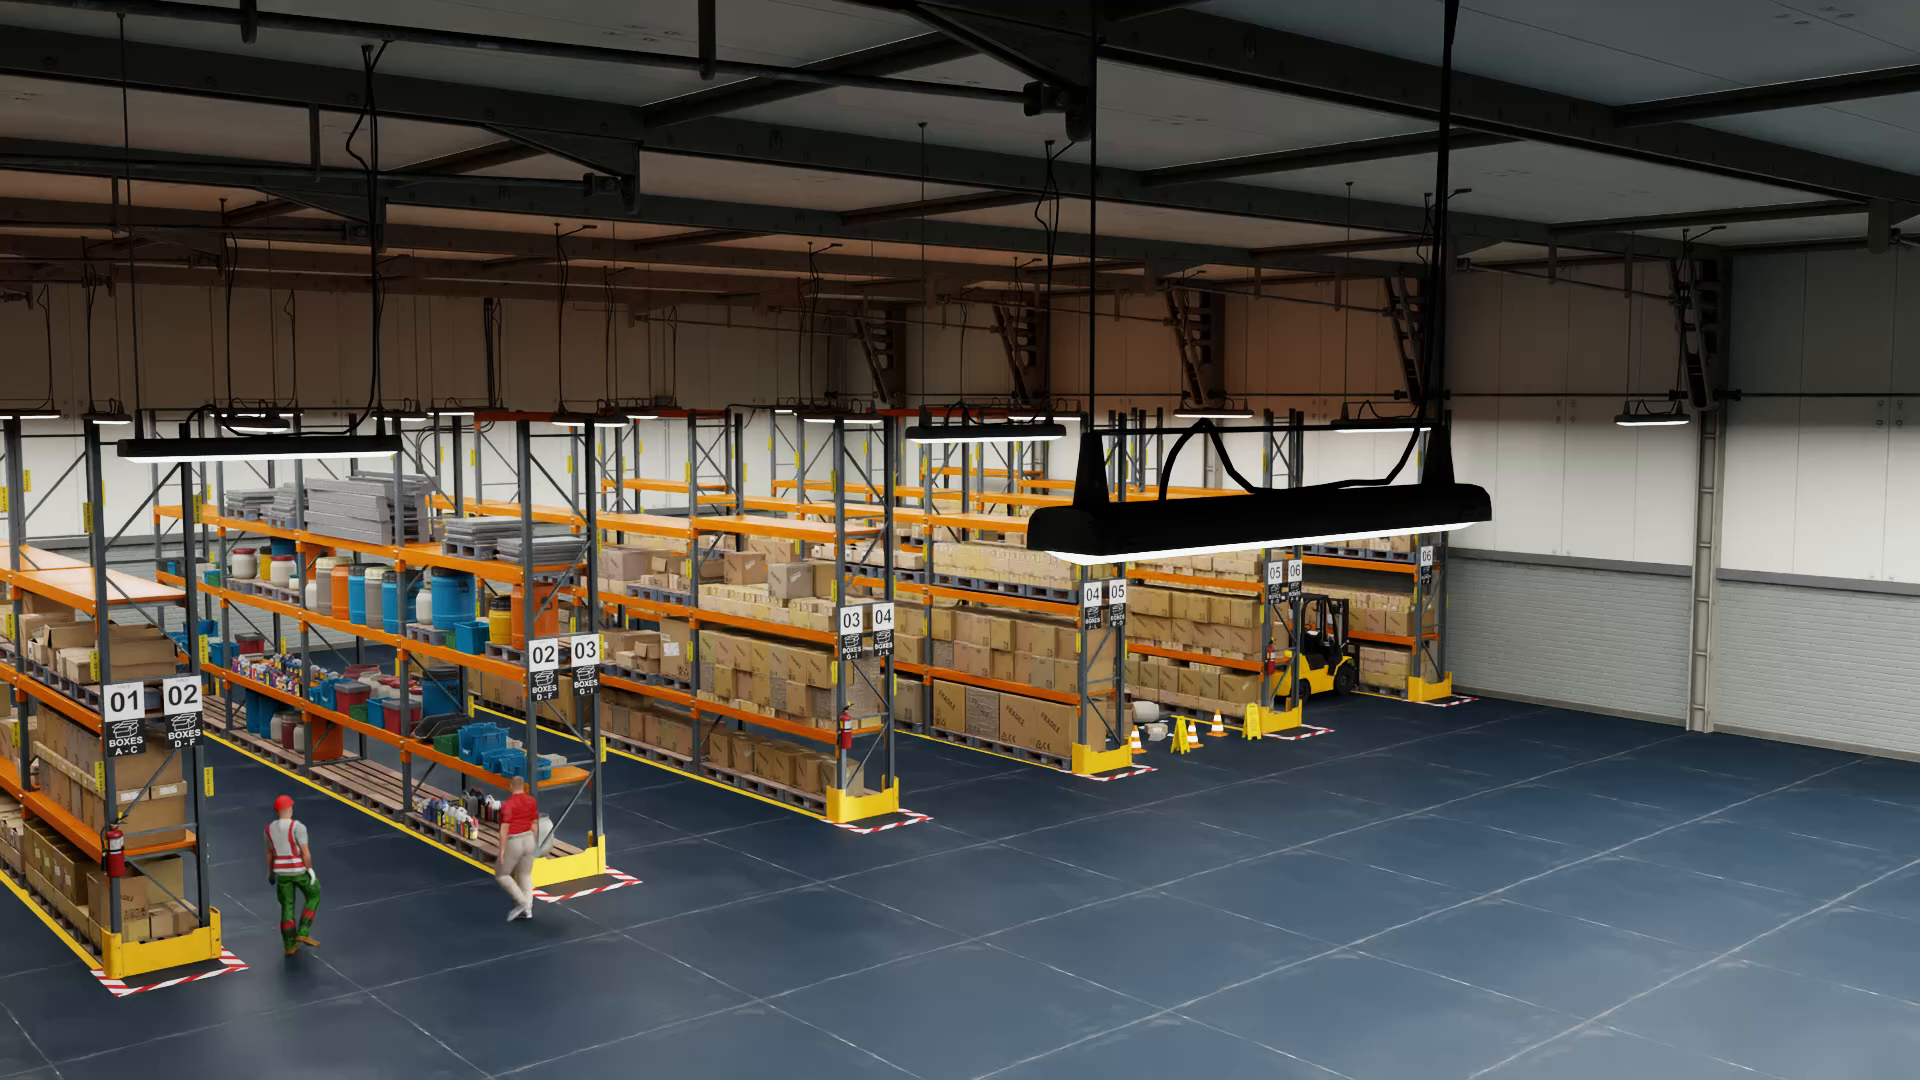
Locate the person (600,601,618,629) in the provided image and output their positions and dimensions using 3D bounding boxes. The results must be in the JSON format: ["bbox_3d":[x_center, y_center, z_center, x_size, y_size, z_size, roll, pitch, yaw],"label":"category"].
[{"bbox_3d":[-8.717,1.902,41.023,0.509,1.641,0.822,4,7,42],"label":"person"}]

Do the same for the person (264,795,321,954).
[{"bbox_3d":[-7.589,3.777,18.868,0.655,1.766,0.454,0,5,3],"label":"person"}]

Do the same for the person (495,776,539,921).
[{"bbox_3d":[-5.300,3.707,20.025,0.483,1.717,0.573,4,6,35],"label":"person"}]
